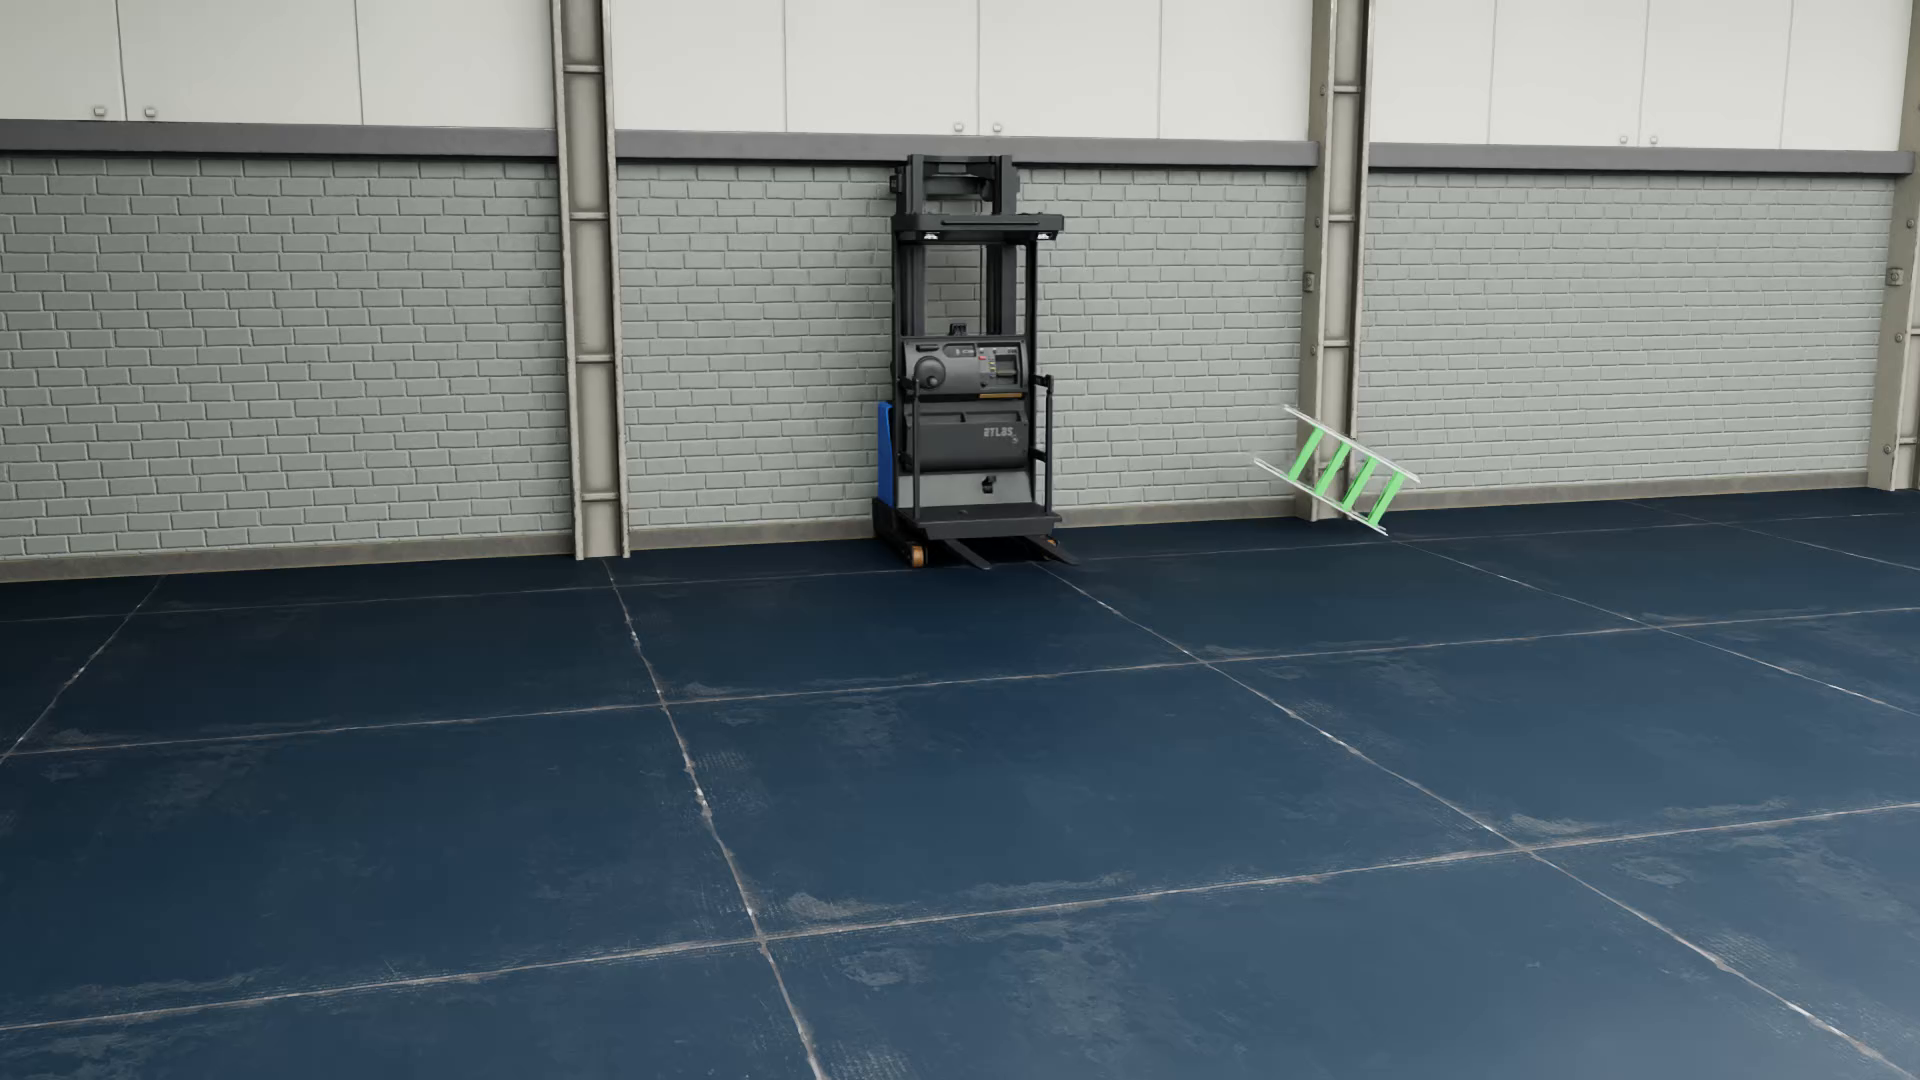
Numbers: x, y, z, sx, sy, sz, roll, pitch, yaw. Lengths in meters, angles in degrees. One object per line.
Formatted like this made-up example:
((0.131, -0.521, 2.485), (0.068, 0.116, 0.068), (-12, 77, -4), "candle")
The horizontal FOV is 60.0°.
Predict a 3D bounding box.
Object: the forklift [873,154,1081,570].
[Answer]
((0.100, -1.315, 12.092), (1.130, 2.935, 3.031), (-3, 11, -14), "forklift")

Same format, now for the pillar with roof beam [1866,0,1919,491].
((10.043, -4.173, 10.860), (0.400, 9.000, 9.100), (-3, 11, -16), "pillar with roof beam")

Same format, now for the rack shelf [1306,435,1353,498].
((2.945, -0.591, 13.266), (0.148, 0.480, 0.258), (30, 15, 6), "rack shelf")

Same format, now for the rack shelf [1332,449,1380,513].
((3.153, -0.473, 13.242), (0.148, 0.480, 0.258), (30, 15, 6), "rack shelf")

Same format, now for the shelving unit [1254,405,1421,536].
((3.000, -0.559, 13.259), (1.200, 0.503, 0.258), (30, 15, 6), "shelving unit")

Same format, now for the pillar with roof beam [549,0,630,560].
((-1.479, -3.566, 7.561), (0.400, 9.000, 9.100), (-3, 11, -16), "pillar with roof beam")

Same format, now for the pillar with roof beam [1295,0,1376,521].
((4.282, -3.869, 9.210), (0.400, 9.000, 9.100), (-3, 11, -16), "pillar with roof beam")

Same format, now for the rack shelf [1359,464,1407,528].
((3.360, -0.355, 13.218), (0.148, 0.480, 0.258), (30, 15, 6), "rack shelf")

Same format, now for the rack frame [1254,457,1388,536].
((2.889, -0.351, 13.321), (1.200, 0.015, 0.240), (30, 15, 6), "rack frame")

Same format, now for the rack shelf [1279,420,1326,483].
((2.738, -0.709, 13.289), (0.148, 0.480, 0.258), (30, 15, 6), "rack shelf")

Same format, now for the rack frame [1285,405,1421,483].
((3.112, -0.768, 13.198), (1.200, 0.015, 0.240), (30, 15, 6), "rack frame")
